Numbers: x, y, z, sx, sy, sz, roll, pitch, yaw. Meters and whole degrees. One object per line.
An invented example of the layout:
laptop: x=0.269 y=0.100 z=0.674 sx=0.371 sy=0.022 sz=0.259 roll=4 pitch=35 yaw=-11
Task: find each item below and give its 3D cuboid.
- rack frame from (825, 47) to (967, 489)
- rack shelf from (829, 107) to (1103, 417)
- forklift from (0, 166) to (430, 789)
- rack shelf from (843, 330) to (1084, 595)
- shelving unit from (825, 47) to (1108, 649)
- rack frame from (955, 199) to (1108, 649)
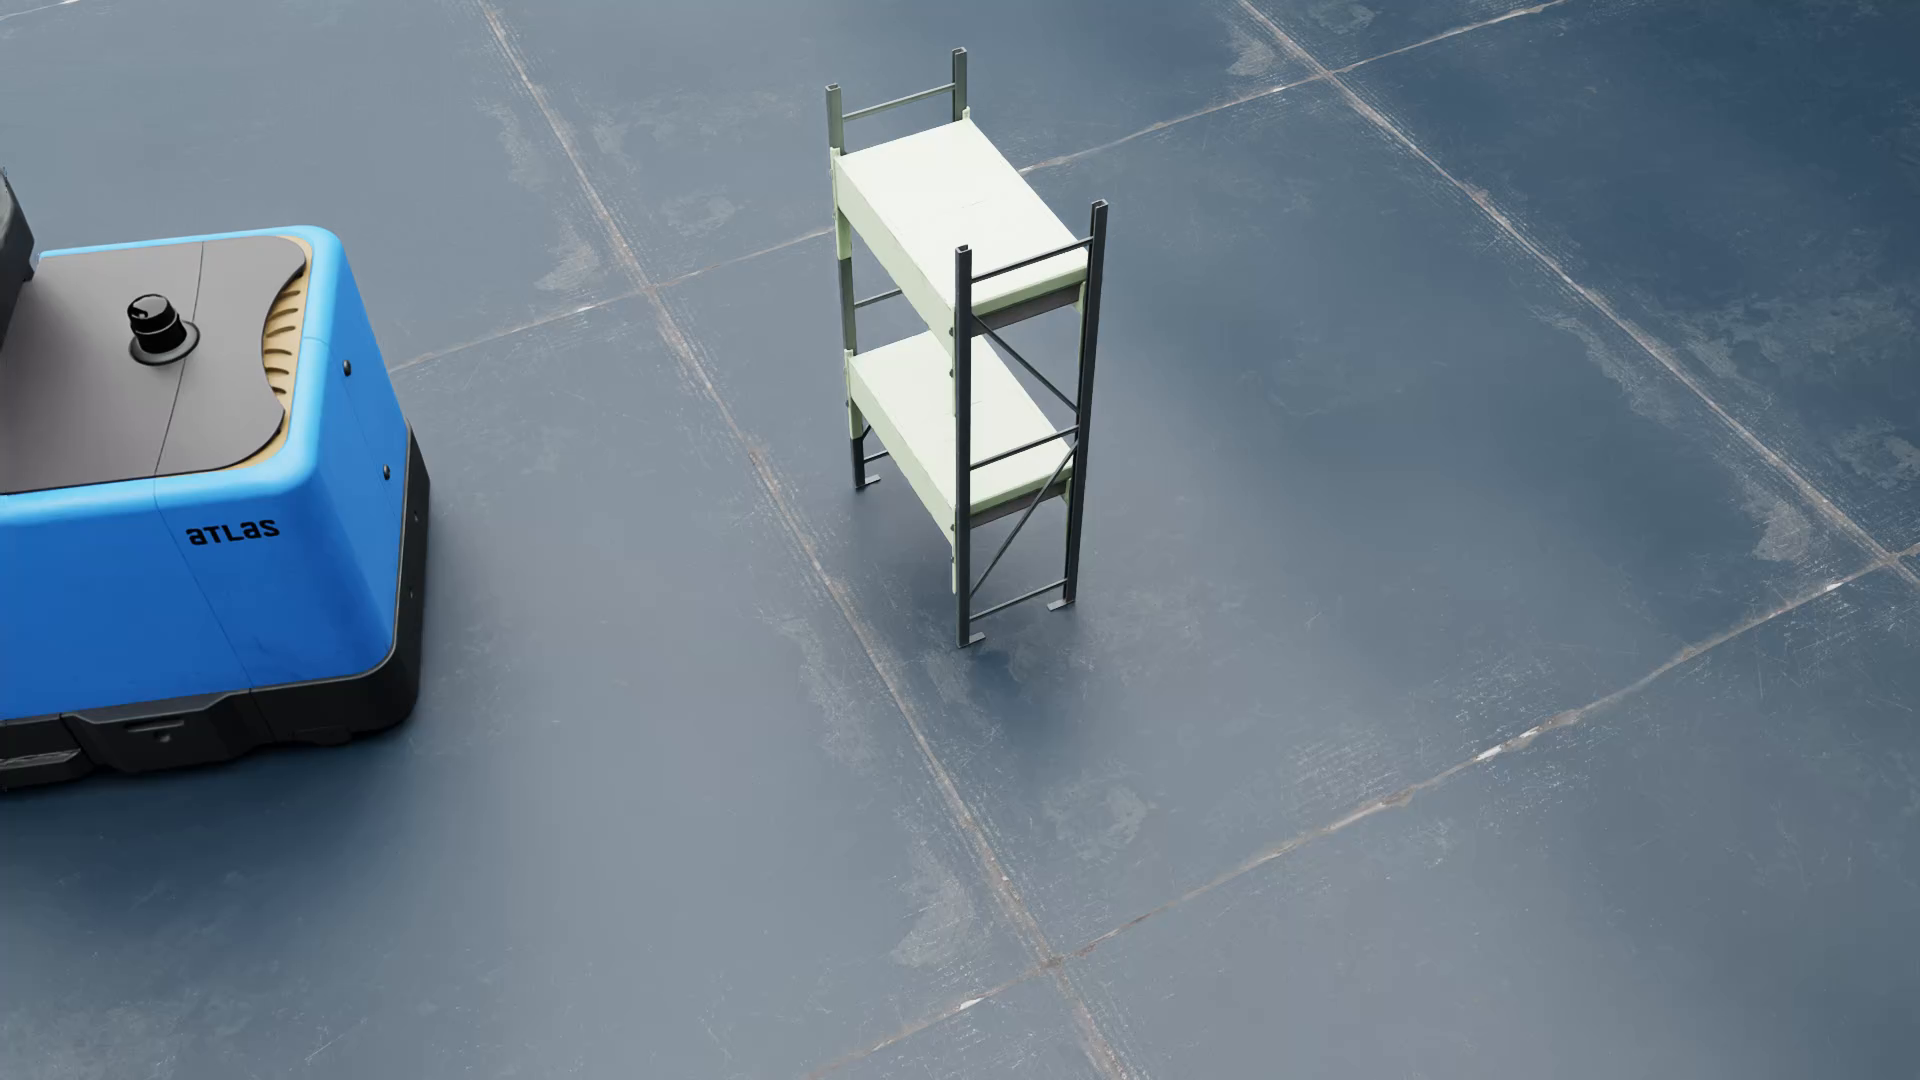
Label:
rack frame: x=-0.164 y=-0.734 z=4.896 sx=0.400 sy=1.500 sz=0.023 roll=-21 pitch=52 yaw=-18
rack shelf: x=0.003 y=-0.746 z=4.388 sx=0.431 sy=0.370 sz=0.720 roll=-21 pitch=52 yaw=-18
forklift: x=-3.118 y=-0.599 z=3.827 sx=3.031 sy=2.935 sz=1.130 roll=-7 pitch=49 yaw=-6
rack shelf: x=0.003 y=-0.275 z=4.927 sx=0.431 sy=0.370 sz=0.720 roll=-21 pitch=52 yaw=-18
shelving unit: x=0.003 y=-0.489 z=4.682 sx=0.431 sy=1.500 sz=0.755 roll=-21 pitch=52 yaw=-18
rack frame: x=0.171 y=-0.244 z=4.467 sx=0.400 sy=1.500 sz=0.023 roll=-21 pitch=52 yaw=-18
